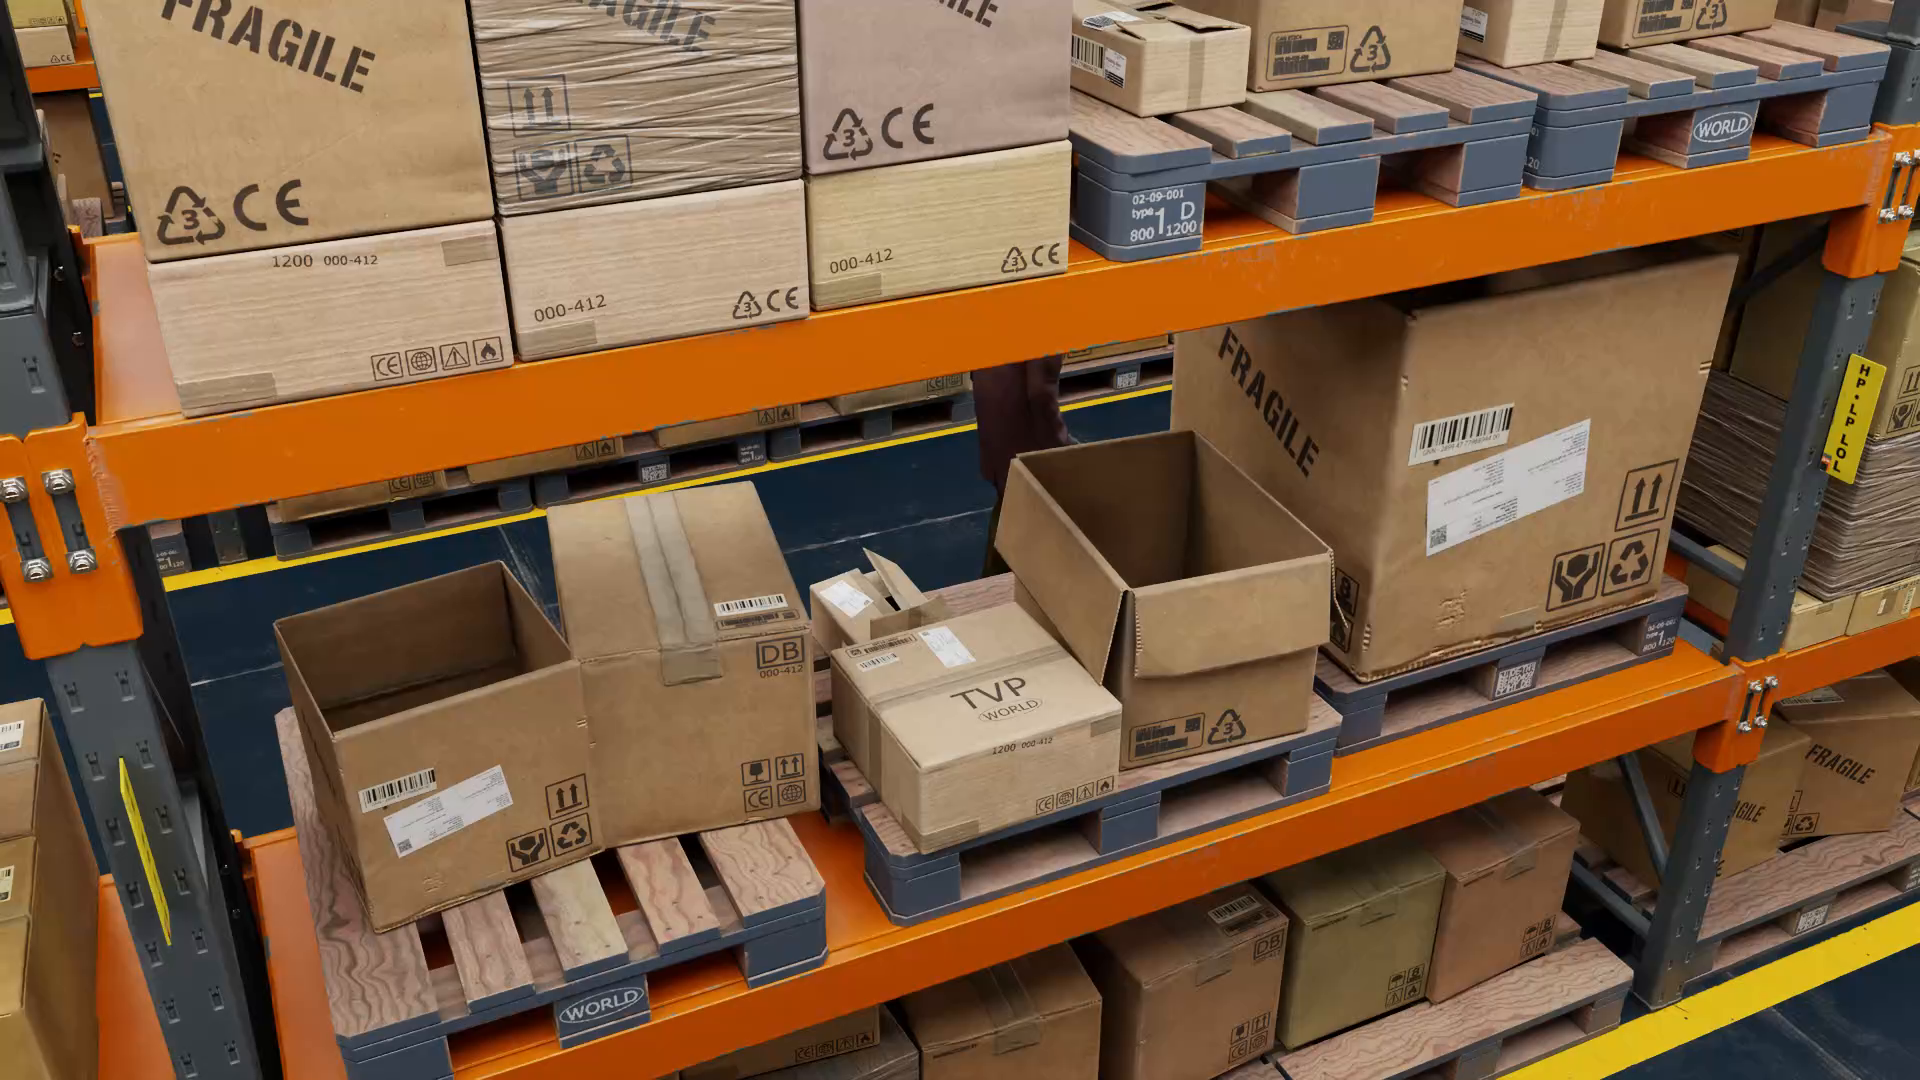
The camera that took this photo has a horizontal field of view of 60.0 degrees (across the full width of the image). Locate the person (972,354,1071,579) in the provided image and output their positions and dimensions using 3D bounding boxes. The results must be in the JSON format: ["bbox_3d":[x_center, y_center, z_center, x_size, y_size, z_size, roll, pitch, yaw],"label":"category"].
[{"bbox_3d":[0.278,-0.456,6.964,0.428,1.773,0.641,-13,32,-22],"label":"person"}]
